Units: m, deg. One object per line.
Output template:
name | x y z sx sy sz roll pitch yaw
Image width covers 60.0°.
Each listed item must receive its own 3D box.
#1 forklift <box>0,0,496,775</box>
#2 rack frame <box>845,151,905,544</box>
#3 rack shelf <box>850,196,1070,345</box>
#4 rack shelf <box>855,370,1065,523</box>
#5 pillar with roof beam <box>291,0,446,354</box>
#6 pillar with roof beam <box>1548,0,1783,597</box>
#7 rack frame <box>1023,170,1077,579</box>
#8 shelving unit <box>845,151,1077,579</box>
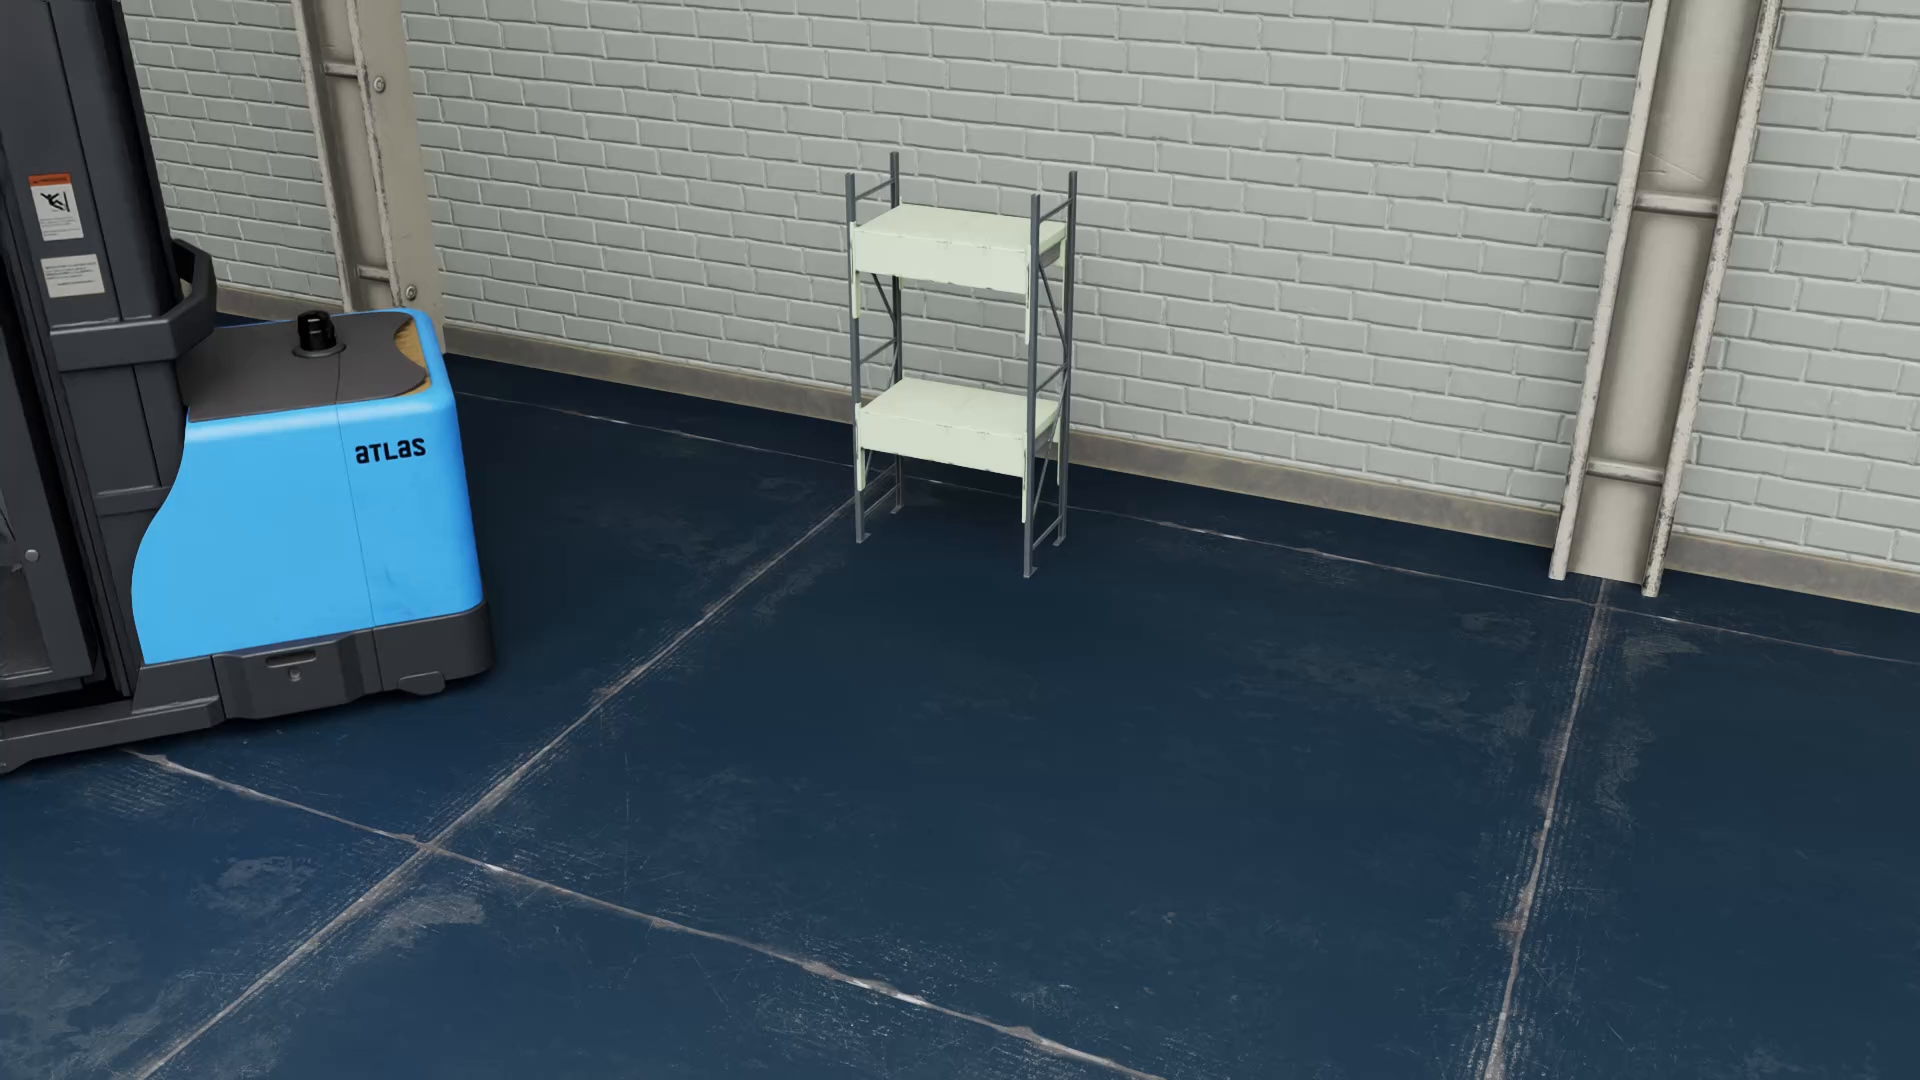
forklift | -3.175 -0.781 5.019 3.031 2.935 1.130 -10 28 -19
rack frame | -0.327 -0.739 6.552 0.023 1.500 0.400 11 28 22
rack shelf | 0.006 -1.022 6.244 0.720 0.370 0.431 11 28 22
rack shelf | 0.006 -0.379 6.560 0.720 0.370 0.431 11 28 22
pillar with roof beam | -4.717 -3.283 3.230 0.400 9.000 9.100 11 28 22
pillar with roof beam | 0.745 -2.186 1.001 0.400 9.000 9.100 11 28 22
rack frame | 0.339 -0.605 6.280 0.023 1.500 0.400 11 28 22
shelving unit | 0.006 -0.672 6.416 0.755 1.500 0.431 11 28 22
